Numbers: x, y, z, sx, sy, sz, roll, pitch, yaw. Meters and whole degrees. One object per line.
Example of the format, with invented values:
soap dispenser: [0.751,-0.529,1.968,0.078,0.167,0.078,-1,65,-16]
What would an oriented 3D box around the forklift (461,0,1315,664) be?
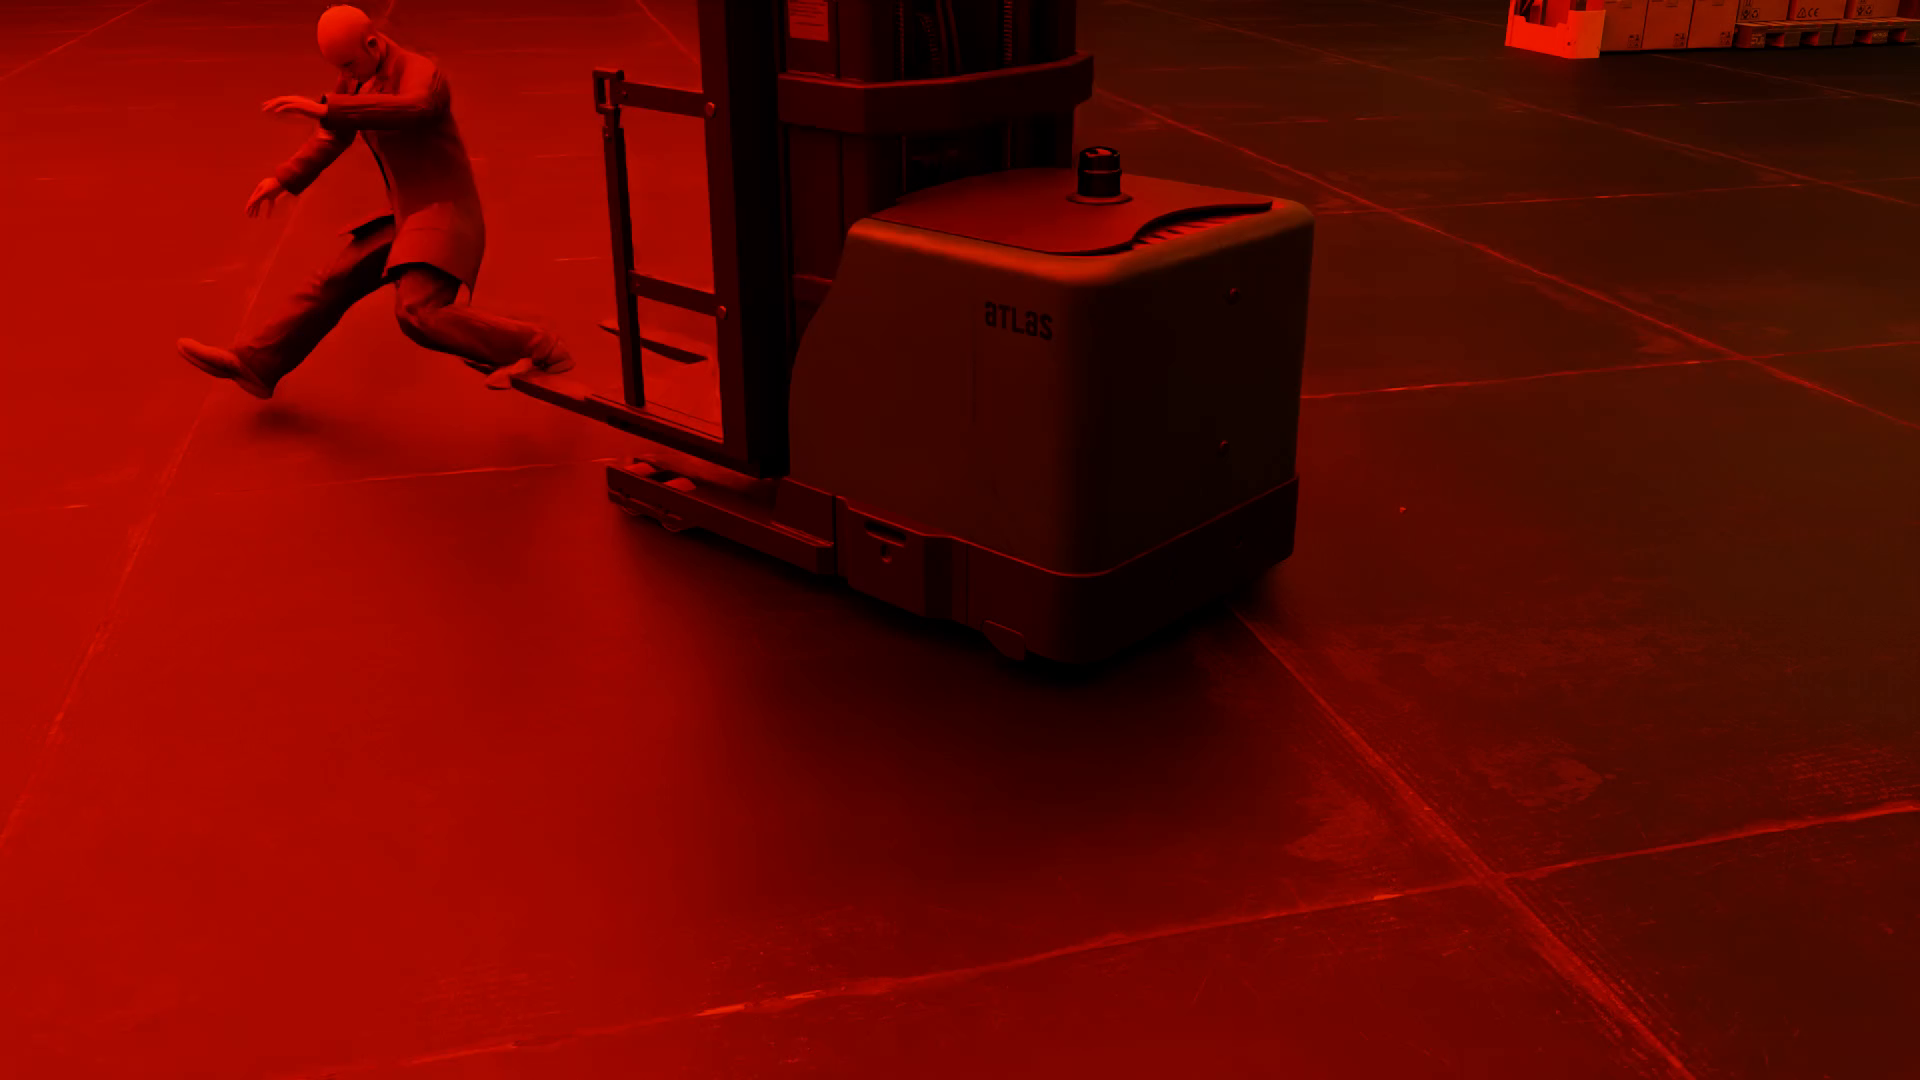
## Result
forklift: [-0.470,-1.507,4.850,3.031,2.935,1.130,20,30,38]

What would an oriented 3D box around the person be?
person: [-2.118,-1.136,5.857,1.150,1.428,1.091,-16,28,-33]
